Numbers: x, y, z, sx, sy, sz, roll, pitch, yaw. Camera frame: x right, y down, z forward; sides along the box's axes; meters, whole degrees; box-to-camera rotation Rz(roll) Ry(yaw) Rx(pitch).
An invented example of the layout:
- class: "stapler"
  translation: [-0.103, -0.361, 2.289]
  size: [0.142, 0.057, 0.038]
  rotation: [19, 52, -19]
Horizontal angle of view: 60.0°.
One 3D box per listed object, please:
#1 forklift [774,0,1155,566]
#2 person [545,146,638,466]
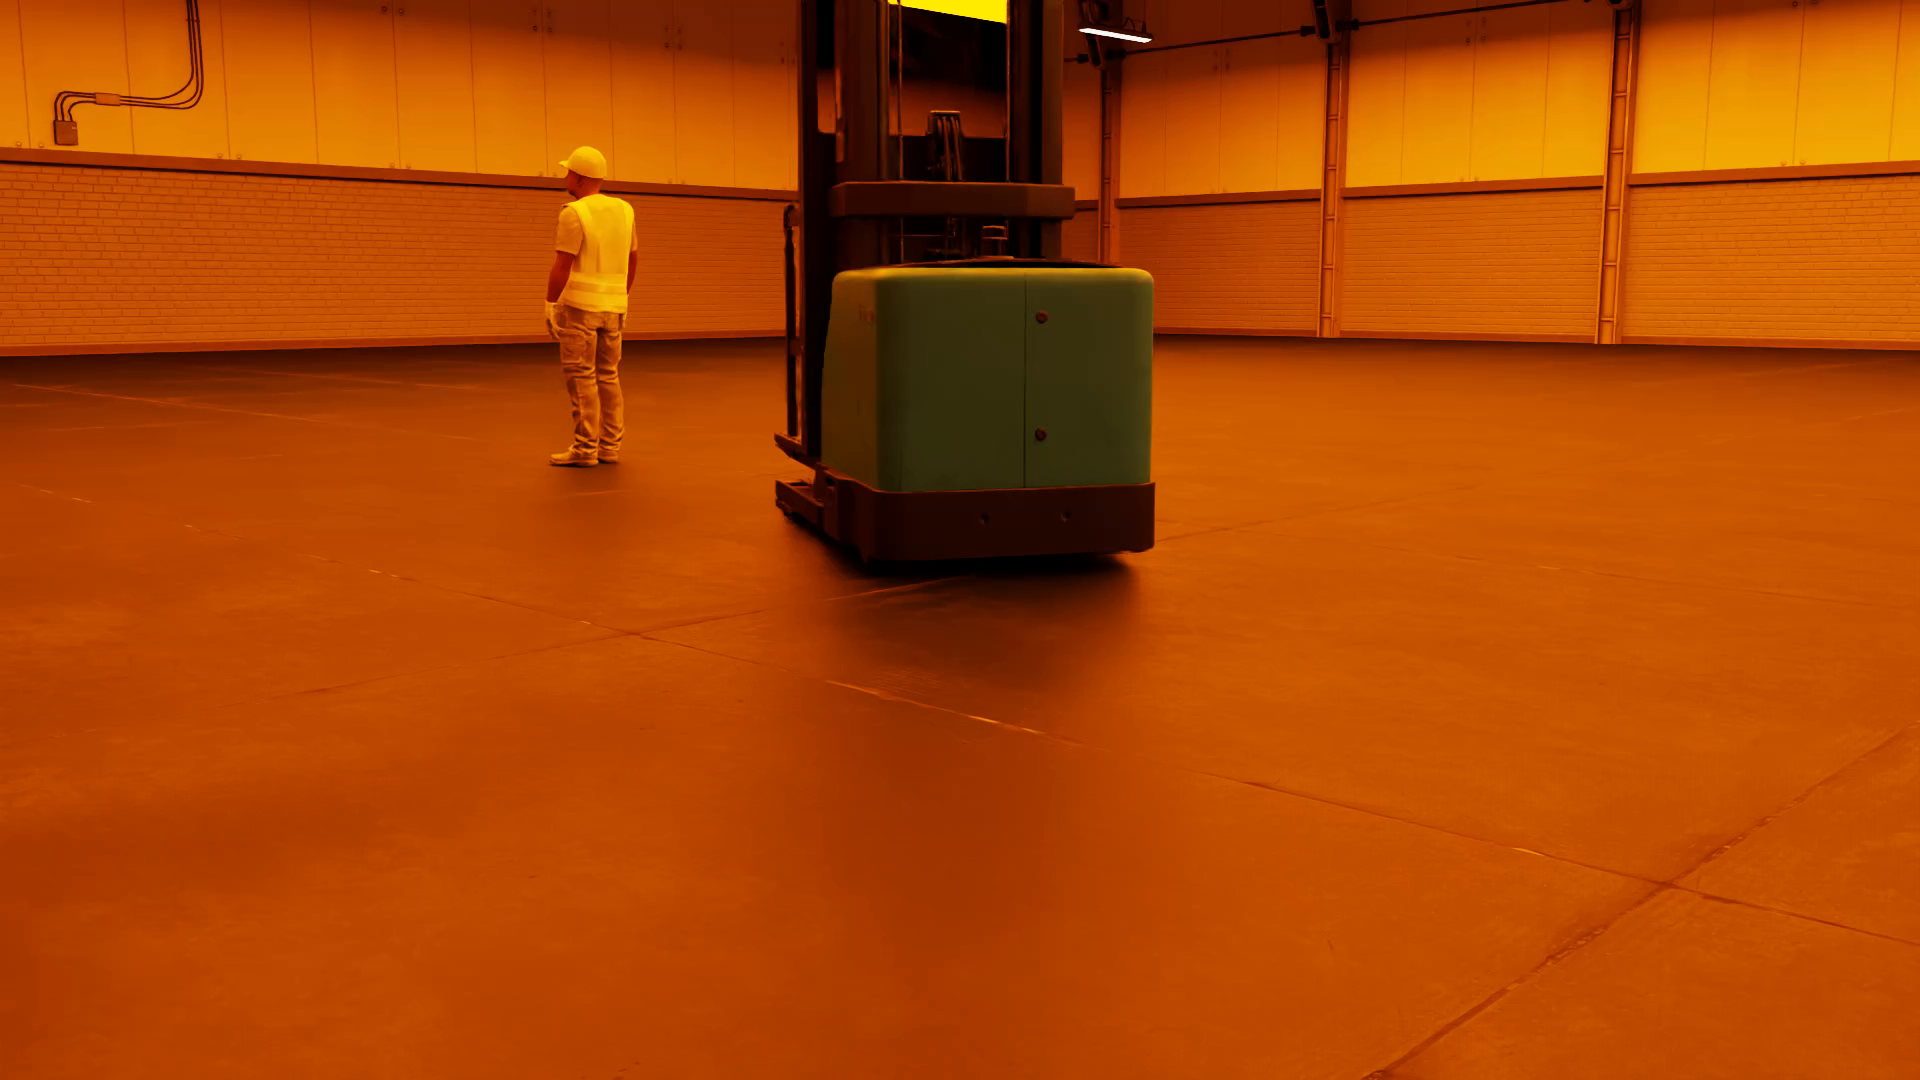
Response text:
- class: "forklift"
  translation: [-0.195, -1.538, 7.090]
  size: [1.130, 2.935, 3.031]
  rotation: [-2, 9, -16]
- class: "person"
  translation: [-2.153, -1.320, 9.473]
  size: [0.549, 1.787, 0.653]
  rotation: [5, 10, 31]
